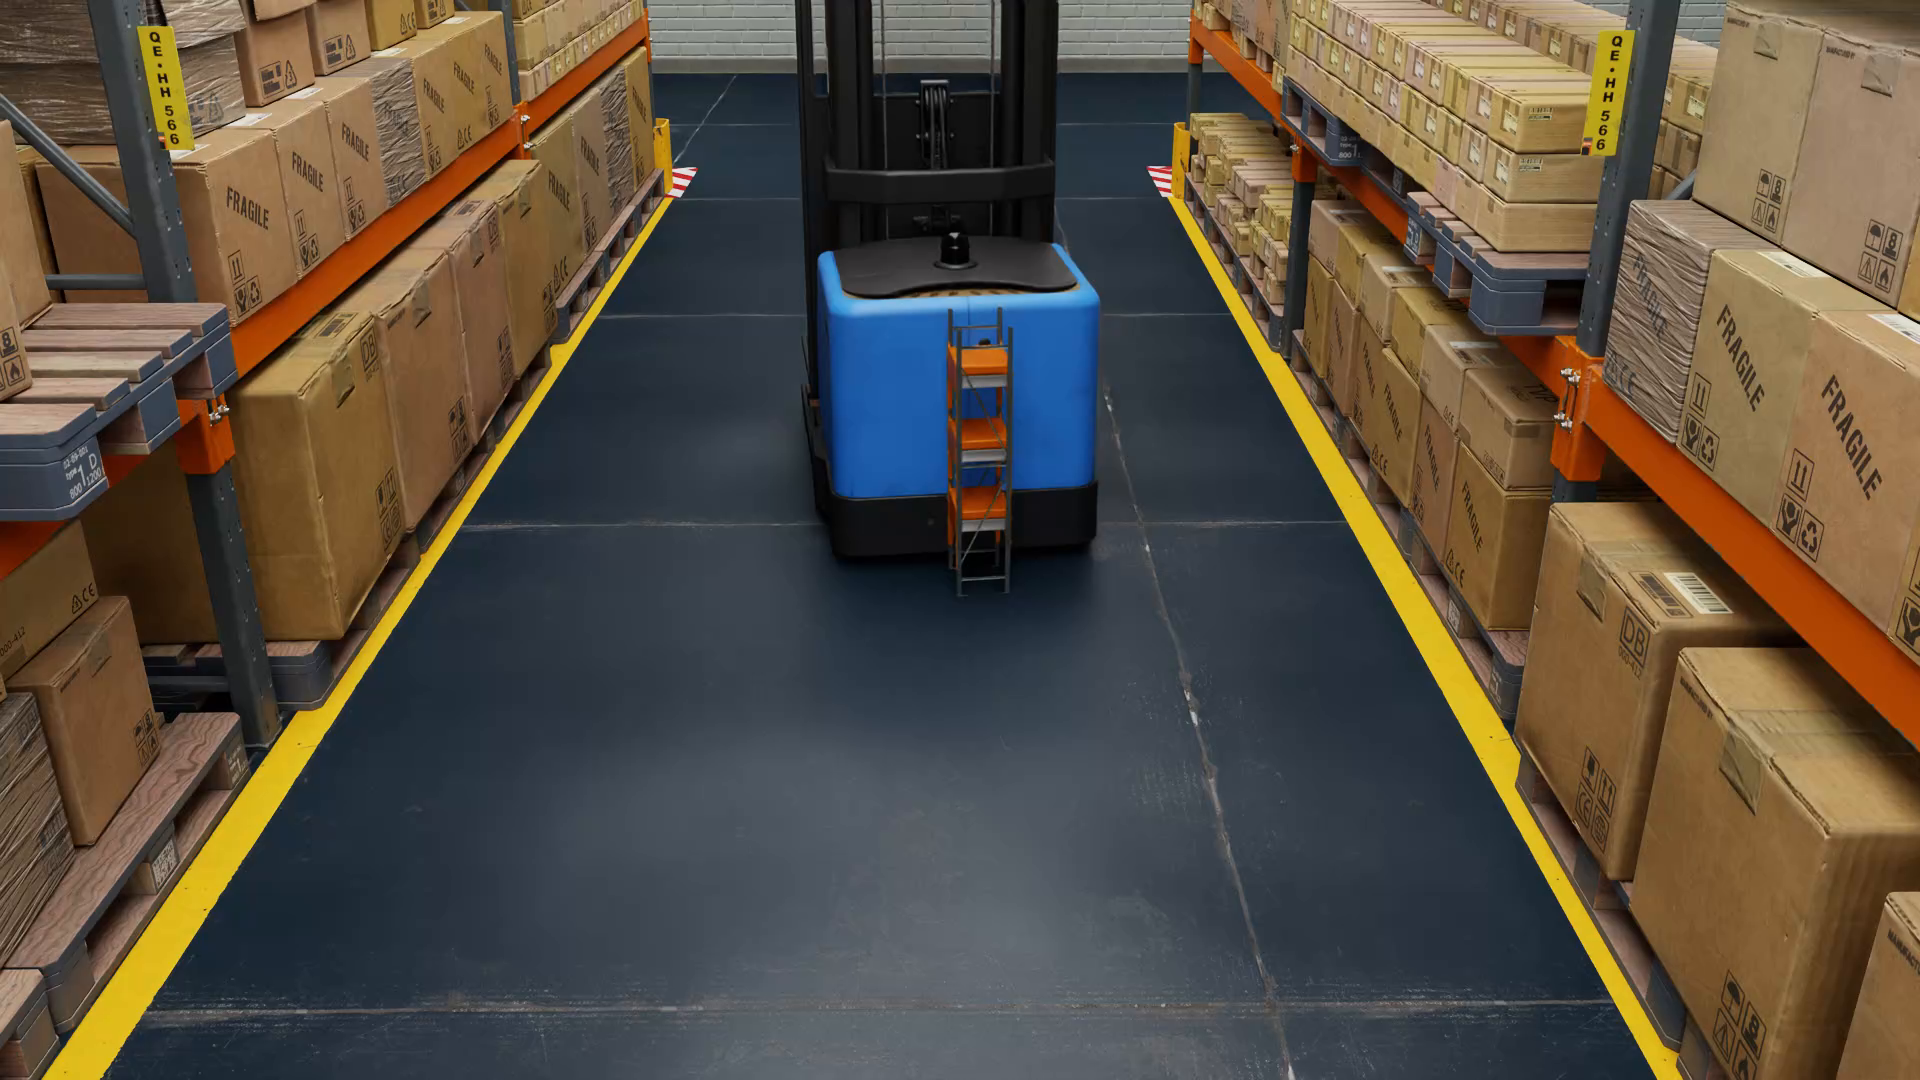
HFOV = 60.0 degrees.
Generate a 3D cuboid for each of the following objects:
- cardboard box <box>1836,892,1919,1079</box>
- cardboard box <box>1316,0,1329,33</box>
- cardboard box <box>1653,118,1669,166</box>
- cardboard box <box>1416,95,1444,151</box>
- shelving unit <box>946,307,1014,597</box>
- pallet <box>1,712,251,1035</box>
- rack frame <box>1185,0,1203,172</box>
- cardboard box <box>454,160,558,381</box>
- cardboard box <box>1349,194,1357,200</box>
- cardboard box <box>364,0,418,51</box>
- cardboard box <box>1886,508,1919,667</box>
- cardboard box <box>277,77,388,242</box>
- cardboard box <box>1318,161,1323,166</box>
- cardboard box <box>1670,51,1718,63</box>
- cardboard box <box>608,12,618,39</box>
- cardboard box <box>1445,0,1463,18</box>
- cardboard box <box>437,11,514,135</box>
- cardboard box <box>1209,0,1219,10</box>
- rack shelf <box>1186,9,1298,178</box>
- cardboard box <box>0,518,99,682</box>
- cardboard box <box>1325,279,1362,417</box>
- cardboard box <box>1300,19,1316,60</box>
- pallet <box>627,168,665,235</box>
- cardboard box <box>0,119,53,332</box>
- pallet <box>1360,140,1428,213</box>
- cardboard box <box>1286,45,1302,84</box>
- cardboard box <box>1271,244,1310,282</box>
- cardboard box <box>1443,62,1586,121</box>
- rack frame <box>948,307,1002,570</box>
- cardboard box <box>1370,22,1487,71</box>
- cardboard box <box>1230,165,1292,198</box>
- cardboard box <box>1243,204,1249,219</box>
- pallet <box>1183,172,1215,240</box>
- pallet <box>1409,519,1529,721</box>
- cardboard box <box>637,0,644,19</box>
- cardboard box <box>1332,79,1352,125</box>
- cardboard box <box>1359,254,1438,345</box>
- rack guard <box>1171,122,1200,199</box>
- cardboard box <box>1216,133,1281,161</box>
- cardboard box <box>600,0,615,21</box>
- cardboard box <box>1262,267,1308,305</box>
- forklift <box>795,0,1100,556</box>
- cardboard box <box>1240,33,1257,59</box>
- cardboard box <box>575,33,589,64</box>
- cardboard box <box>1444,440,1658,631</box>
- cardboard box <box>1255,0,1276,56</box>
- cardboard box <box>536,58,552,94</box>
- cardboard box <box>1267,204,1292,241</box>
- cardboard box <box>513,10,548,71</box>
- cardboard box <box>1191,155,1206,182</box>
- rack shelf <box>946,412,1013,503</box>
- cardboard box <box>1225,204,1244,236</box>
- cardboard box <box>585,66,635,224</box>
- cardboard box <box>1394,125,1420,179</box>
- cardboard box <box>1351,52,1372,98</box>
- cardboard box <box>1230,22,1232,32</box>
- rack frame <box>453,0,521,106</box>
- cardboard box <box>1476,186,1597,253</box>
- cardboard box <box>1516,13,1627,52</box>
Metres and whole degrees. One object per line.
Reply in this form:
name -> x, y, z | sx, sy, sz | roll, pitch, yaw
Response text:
cardboard box -> 2.209, 1.127, 2.839 | 1.050, 0.750, 0.750 | 0, 24, -1
cardboard box -> 1.779, -2.314, 7.299 | 0.380, 0.149, 0.250 | 0, 24, 0
cardboard box -> 2.454, -1.336, 5.499 | 0.380, 0.149, 0.250 | -1, 24, -2
cardboard box -> 1.796, -1.438, 5.723 | 0.380, 0.149, 0.250 | 0, 24, 0
shelving unit -> 0.071, -0.319, 6.181 | 0.215, 1.050, 0.252 | -3, 25, -7
pallet -> -2.684, 0.871, 4.568 | 1.003, 0.211, 1.213 | 0, 24, -1
rack frame -> 2.182, -3.999, 11.951 | 1.000, 3.000, 0.127 | 0, 24, -1
cardboard box -> -2.708, -1.329, 8.118 | 1.225, 0.875, 0.875 | 0, 24, 0
cardboard box -> 2.433, -1.875, 9.483 | 0.380, 0.149, 0.250 | -1, 24, -1
cardboard box -> -2.724, -2.326, 6.915 | 0.797, 0.503, 0.637 | 0, 24, 0
cardboard box -> 2.021, 0.061, 2.854 | 0.500, 0.500, 0.500 | -1, 24, -1
cardboard box -> -2.442, -1.392, 6.067 | 0.500, 0.500, 0.500 | -1, 24, -2
cardboard box -> 2.438, -2.301, 10.425 | 0.380, 0.149, 0.250 | 0, 24, 0
cardboard box -> 2.452, -1.562, 5.638 | 0.380, 0.149, 0.250 | -1, 24, -3
cardboard box -> -2.433, -3.337, 10.794 | 0.380, 0.149, 0.250 | -1, 24, -2
cardboard box -> 2.429, -2.423, 7.541 | 0.380, 0.149, 0.250 | -1, 24, -2
cardboard box -> -2.457, -2.224, 7.906 | 0.500, 0.500, 0.500 | 0, 24, 0
cardboard box -> 1.942, -3.773, 10.970 | 0.500, 0.500, 0.500 | 0, 24, 0
rack shelf -> 2.204, -2.847, 10.277 | 1.077, 0.370, 4.000 | 0, 24, -1
cardboard box -> -2.654, 0.151, 4.365 | 0.500, 0.250, 0.500 | 1, 24, 2
cardboard box -> 1.976, -0.879, 7.578 | 0.500, 0.500, 0.500 | 1, 24, 2
cardboard box -> 1.775, -2.292, 7.611 | 0.380, 0.149, 0.250 | -1, 24, -2
pallet -> -2.692, -2.418, 11.841 | 1.003, 0.211, 1.213 | 0, 24, -1
cardboard box -> -2.646, -0.736, 4.107 | 0.500, 0.500, 0.500 | -3, 25, -7
pallet -> 2.207, -1.430, 6.505 | 1.003, 0.211, 1.213 | 0, 24, -1
cardboard box -> 1.770, -2.263, 7.909 | 0.380, 0.149, 0.250 | -1, 24, -3
cardboard box -> 1.904, -1.507, 9.030 | 0.380, 0.149, 0.250 | 0, 24, 0
cardboard box -> 1.802, -1.461, 5.415 | 0.380, 0.149, 0.250 | 0, 24, 1
rack frame -> 0.055, -0.368, 6.291 | 0.200, 1.050, 0.008 | -3, 25, -7
cardboard box -> 1.792, -1.890, 6.362 | 0.380, 0.149, 0.250 | 0, 24, 1
cardboard box -> 1.874, -2.196, 10.194 | 0.380, 0.149, 0.250 | -1, 24, -2
cardboard box -> 1.959, -2.048, 10.227 | 0.380, 0.149, 0.250 | -1, 24, -3
pallet -> 2.156, -2.362, 11.716 | 1.003, 0.211, 1.213 | 0, 24, -1
pallet -> 2.262, 0.246, 5.949 | 1.003, 0.211, 1.213 | 0, 24, -1
cardboard box -> -2.446, -3.758, 11.725 | 0.380, 0.149, 0.250 | 0, 24, 0
cardboard box -> 1.783, -1.837, 6.968 | 0.380, 0.149, 0.250 | -1, 24, -3
cardboard box -> 1.979, -1.009, 6.955 | 0.500, 0.250, 0.500 | 1, 24, 1
rack guard -> 2.183, -2.828, 12.397 | 1.175, 0.500, 0.348 | 0, 24, -1
cardboard box -> 1.931, -2.625, 11.143 | 0.380, 0.149, 0.250 | -1, 24, -3
cardboard box -> -2.497, -3.468, 10.599 | 0.500, 0.250, 0.500 | -1, 24, -2
cardboard box -> 1.881, -1.403, 9.162 | 0.380, 0.149, 0.250 | 0, 24, 0
forklift -> -0.169, -1.848, 7.278 | 1.130, 2.935, 3.031 | -3, 25, -7
cardboard box -> 1.899, -2.997, 10.040 | 0.380, 0.149, 0.250 | 0, 24, 0
cardboard box -> -2.420, -2.913, 9.855 | 0.380, 0.149, 0.250 | 0, 24, 0
cardboard box -> 2.001, -0.025, 5.688 | 0.500, 0.500, 0.500 | 0, 24, -1
cardboard box -> 1.933, -2.944, 9.136 | 0.500, 0.500, 0.500 | -1, 24, -2
cardboard box -> -2.409, -2.487, 8.914 | 0.380, 0.149, 0.250 | -1, 24, -2
cardboard box -> 1.919, -1.764, 9.239 | 0.380, 0.149, 0.250 | 0, 24, 0
cardboard box -> -2.478, -2.632, 8.750 | 0.500, 0.250, 0.500 | -1, 24, -2
cardboard box -> 1.868, -2.674, 11.972 | 0.380, 0.149, 0.250 | 0, 24, 1
rack shelf -> 0.071, -0.309, 6.185 | 0.215, 0.259, 0.240 | -3, 25, -7
cardboard box -> 1.898, -2.036, 10.563 | 0.380, 0.149, 0.250 | 0, 24, -1
cardboard box -> -2.682, -2.603, 10.934 | 0.875, 0.875, 0.875 | 0, 24, -1
cardboard box -> 1.797, -1.402, 6.006 | 0.380, 0.149, 0.250 | -1, 24, -3
cardboard box -> 1.789, -1.858, 6.652 | 0.380, 0.149, 0.250 | -1, 24, -1
cardboard box -> 1.991, -3.427, 10.993 | 0.380, 0.149, 0.250 | 1, 24, 2
rack frame -> -2.735, -2.370, 8.350 | 1.000, 3.000, 0.127 | 0, 24, -1
cardboard box -> 1.804, -0.980, 5.073 | 0.380, 0.149, 0.250 | 0, 24, 0
cardboard box -> 2.439, -1.997, 6.598 | 0.380, 0.149, 0.250 | -1, 24, -3
